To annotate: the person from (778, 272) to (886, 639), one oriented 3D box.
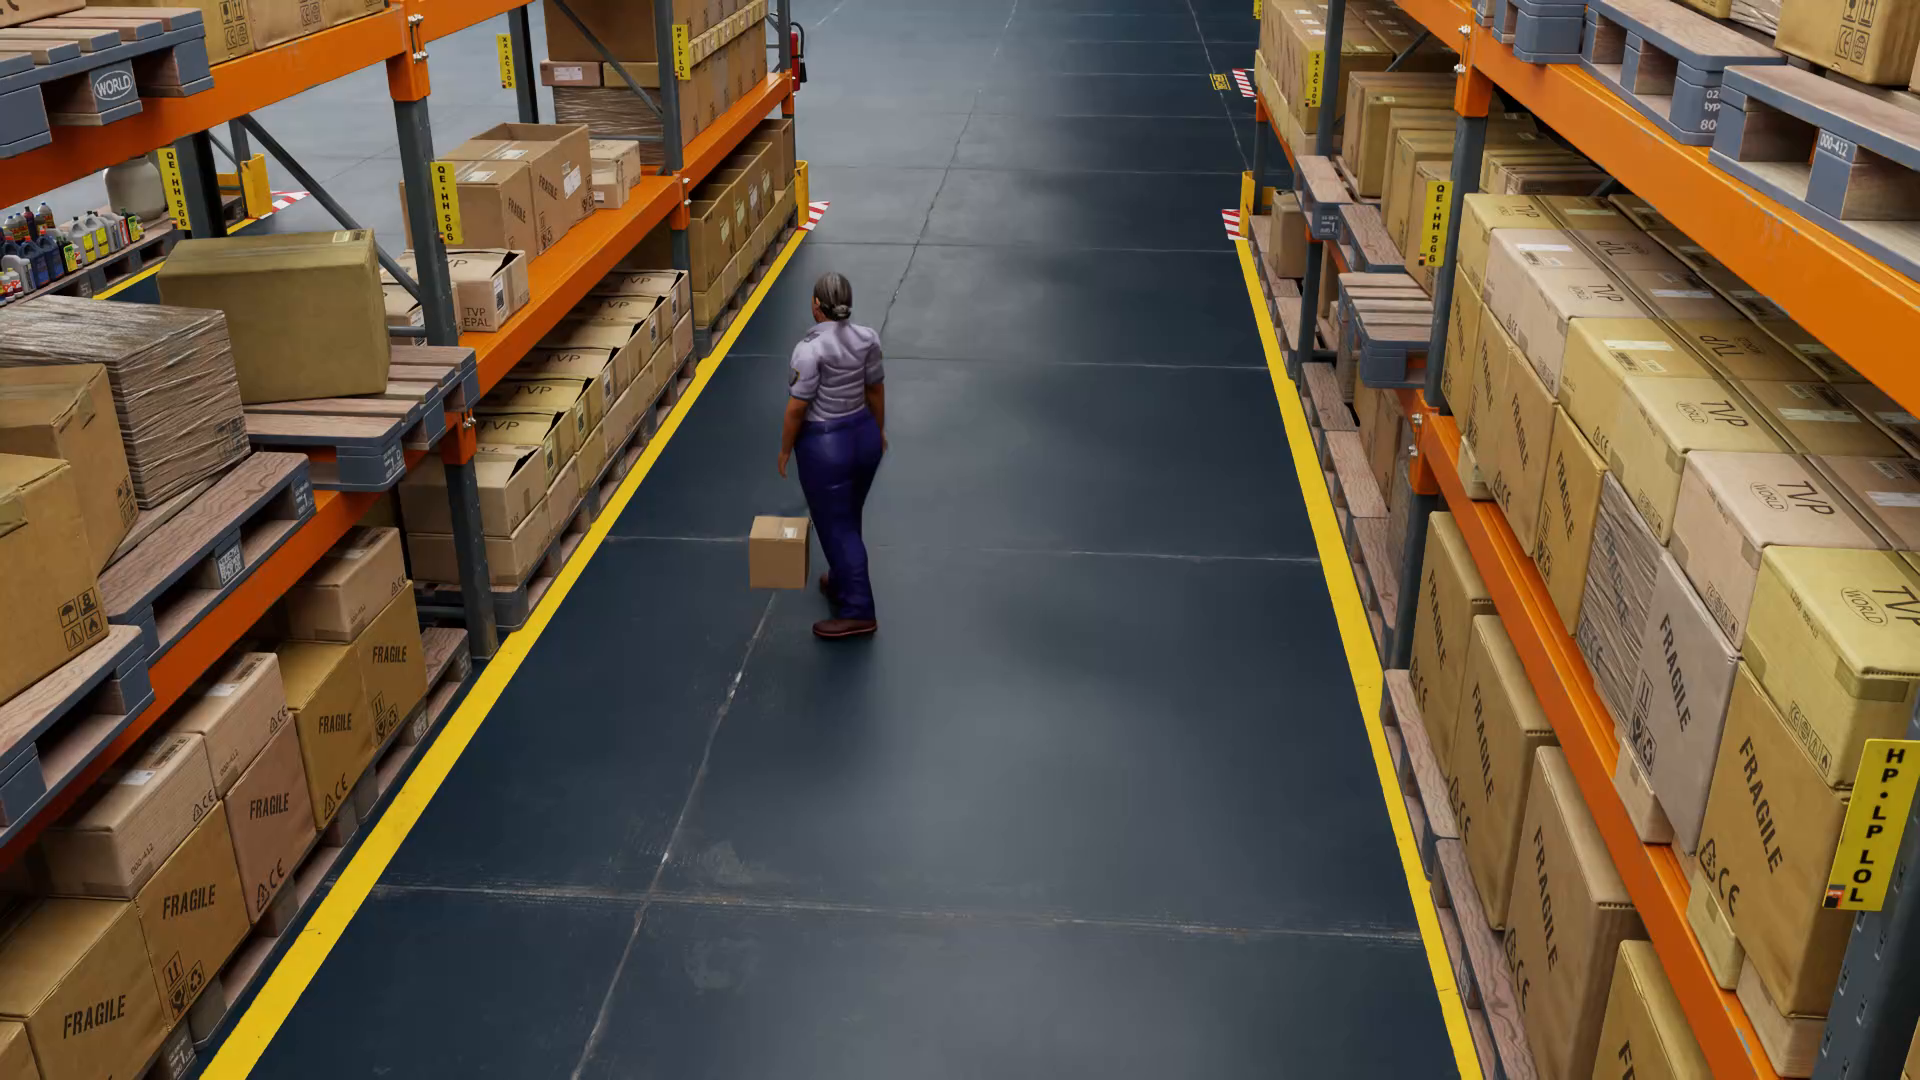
[{"bbox_3d":[-0.548,-0.411,7.515,0.620,1.642,0.584,21,32,39],"label":"person"}]
